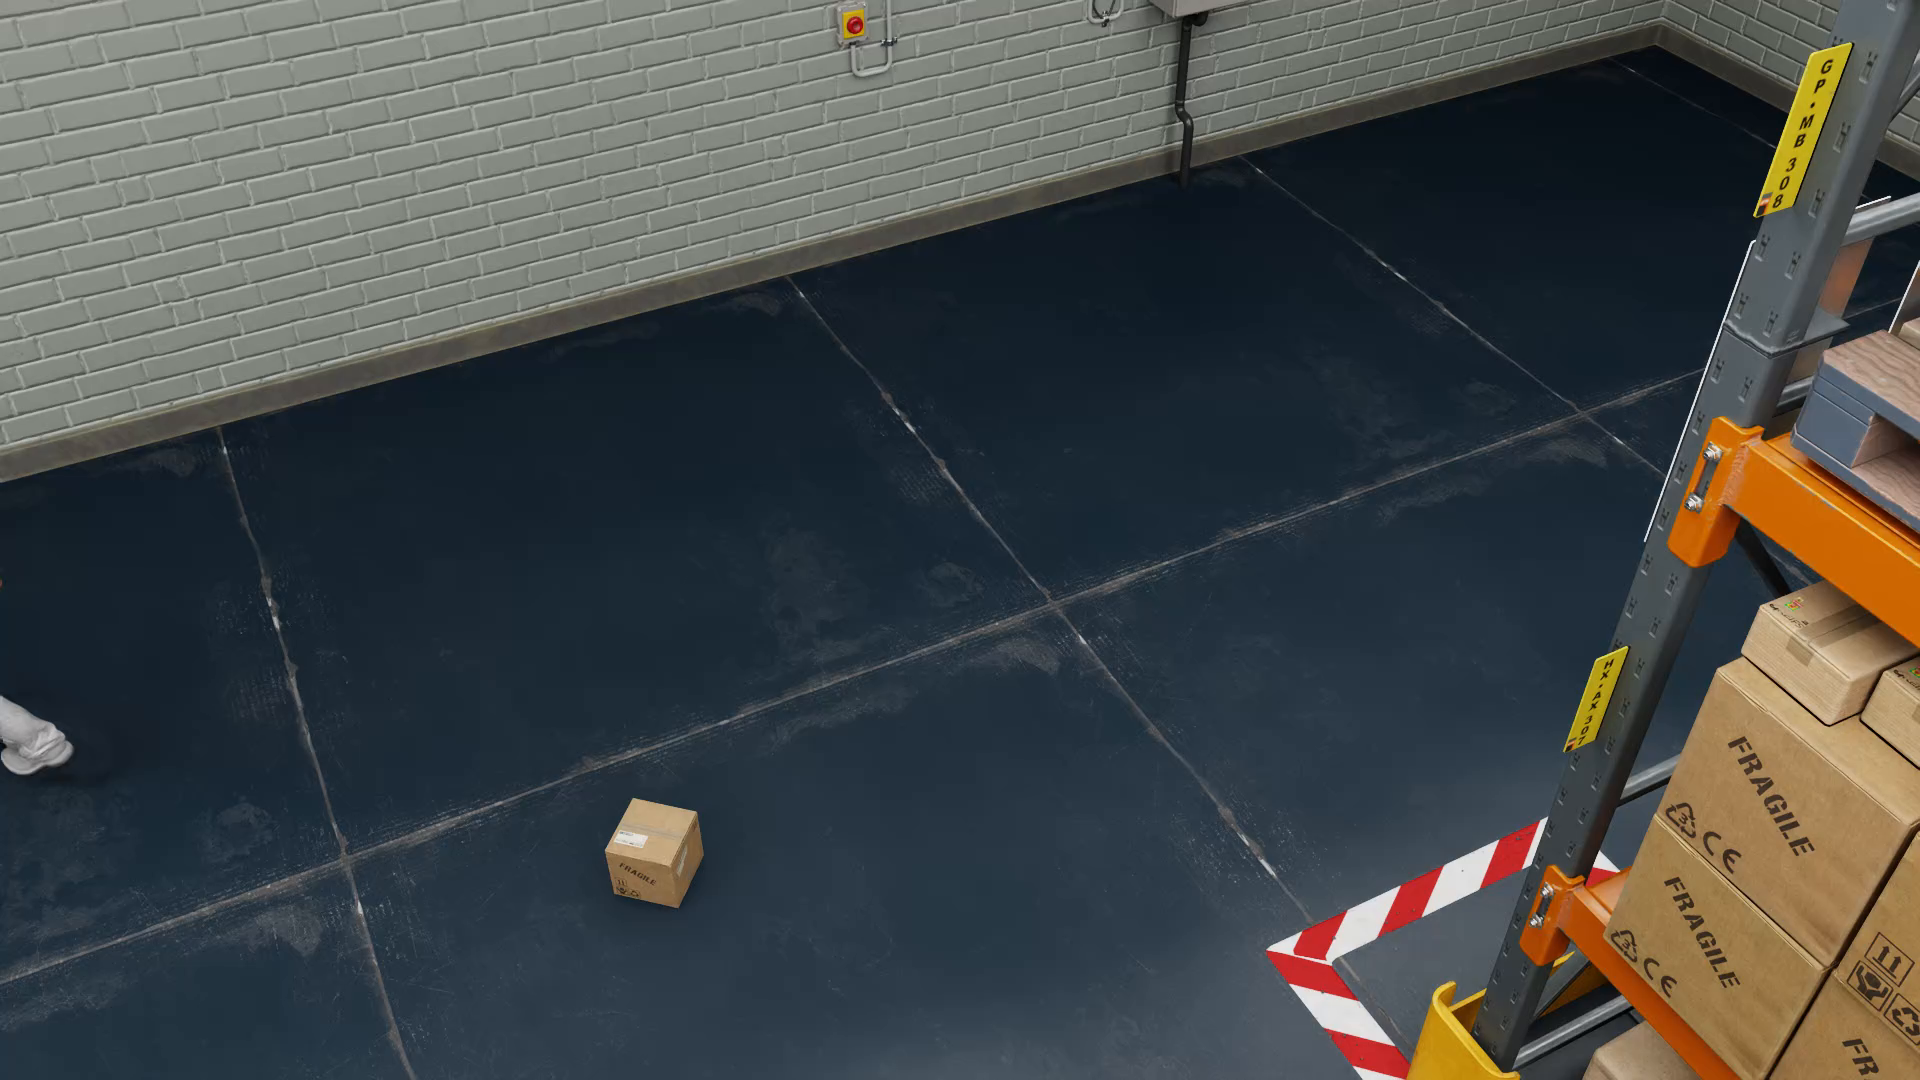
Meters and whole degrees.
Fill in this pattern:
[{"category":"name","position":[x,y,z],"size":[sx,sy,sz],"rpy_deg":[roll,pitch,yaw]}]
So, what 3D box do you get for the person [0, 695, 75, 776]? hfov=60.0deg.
[{"category":"person","position":[-3.842,0.195,5.916],"size":[0.988,1.731,0.591],"rpy_deg":[5,41,6]}]
